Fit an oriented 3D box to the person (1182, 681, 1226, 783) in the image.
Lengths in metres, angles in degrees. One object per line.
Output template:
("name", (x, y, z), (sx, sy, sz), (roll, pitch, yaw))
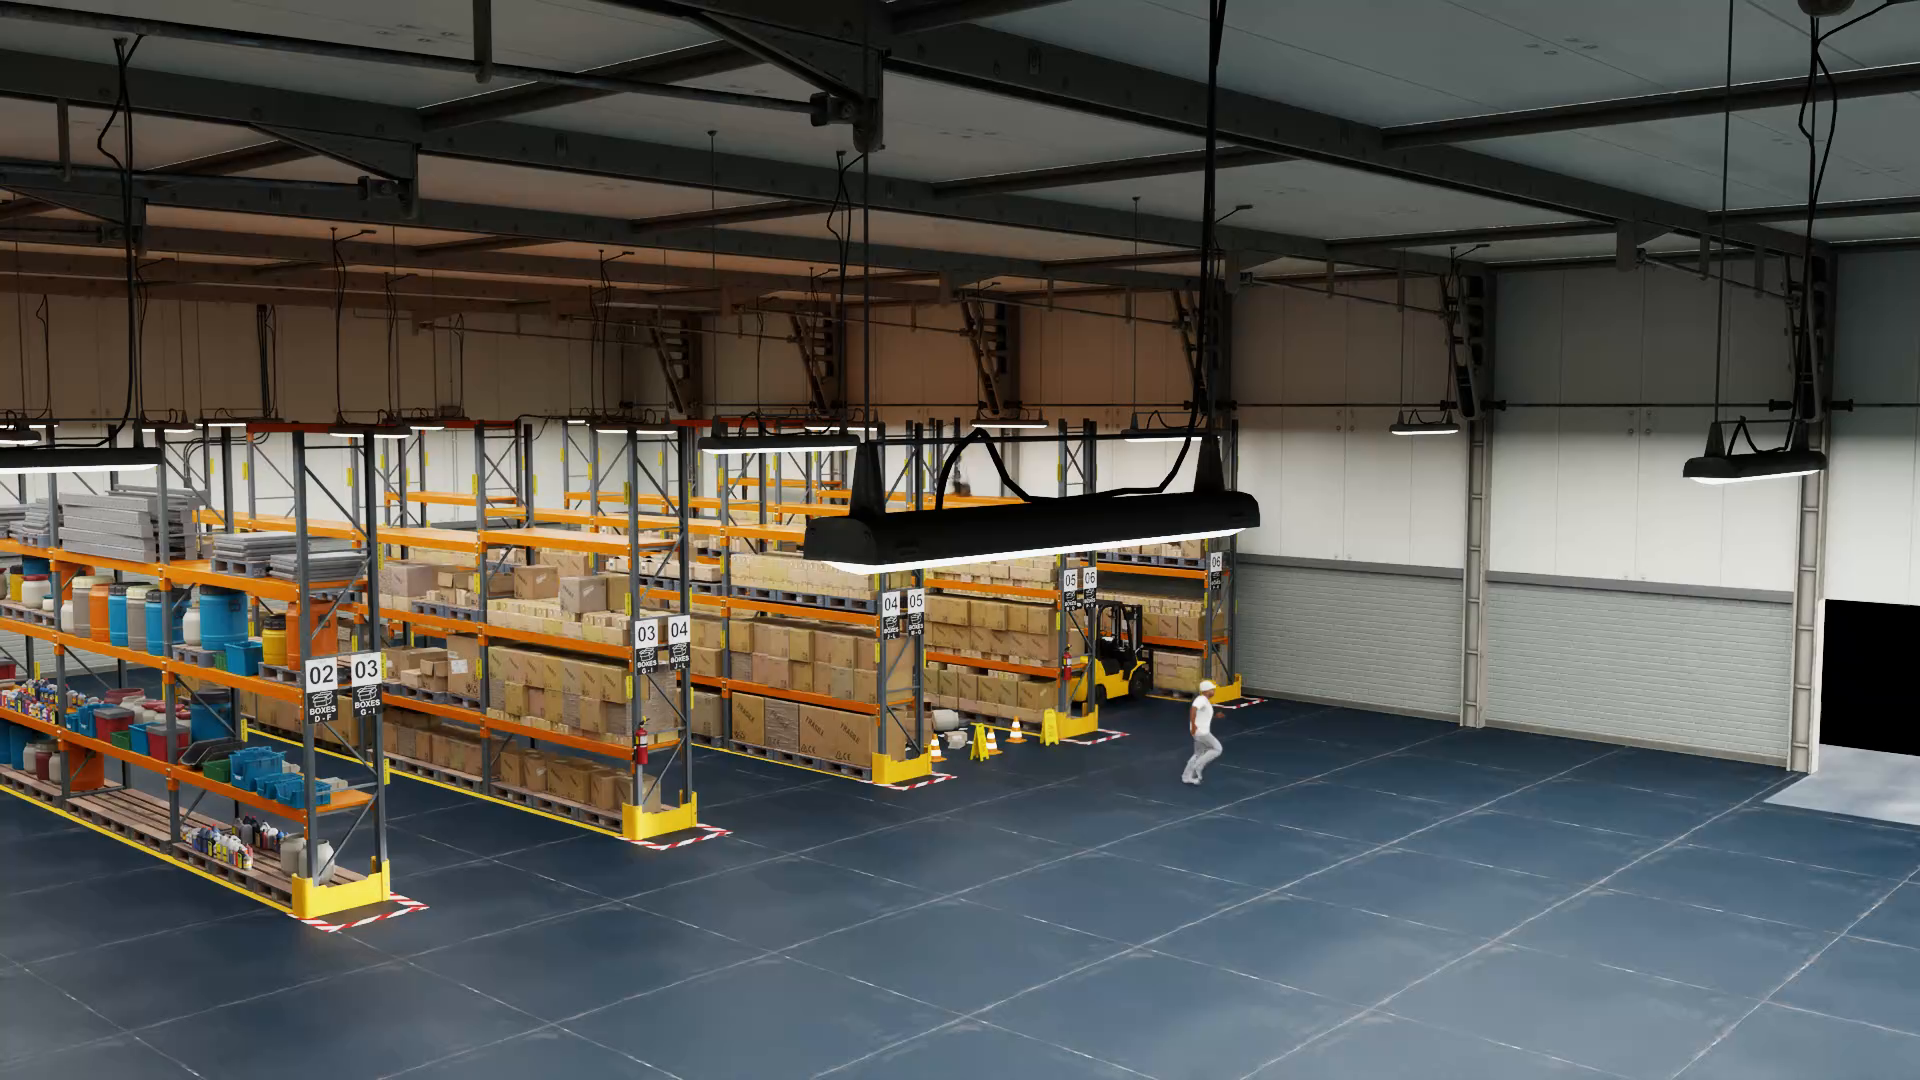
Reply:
("person", (4.063, 3.197, 27.658), (0.745, 1.707, 0.744), (0, 5, 2))
